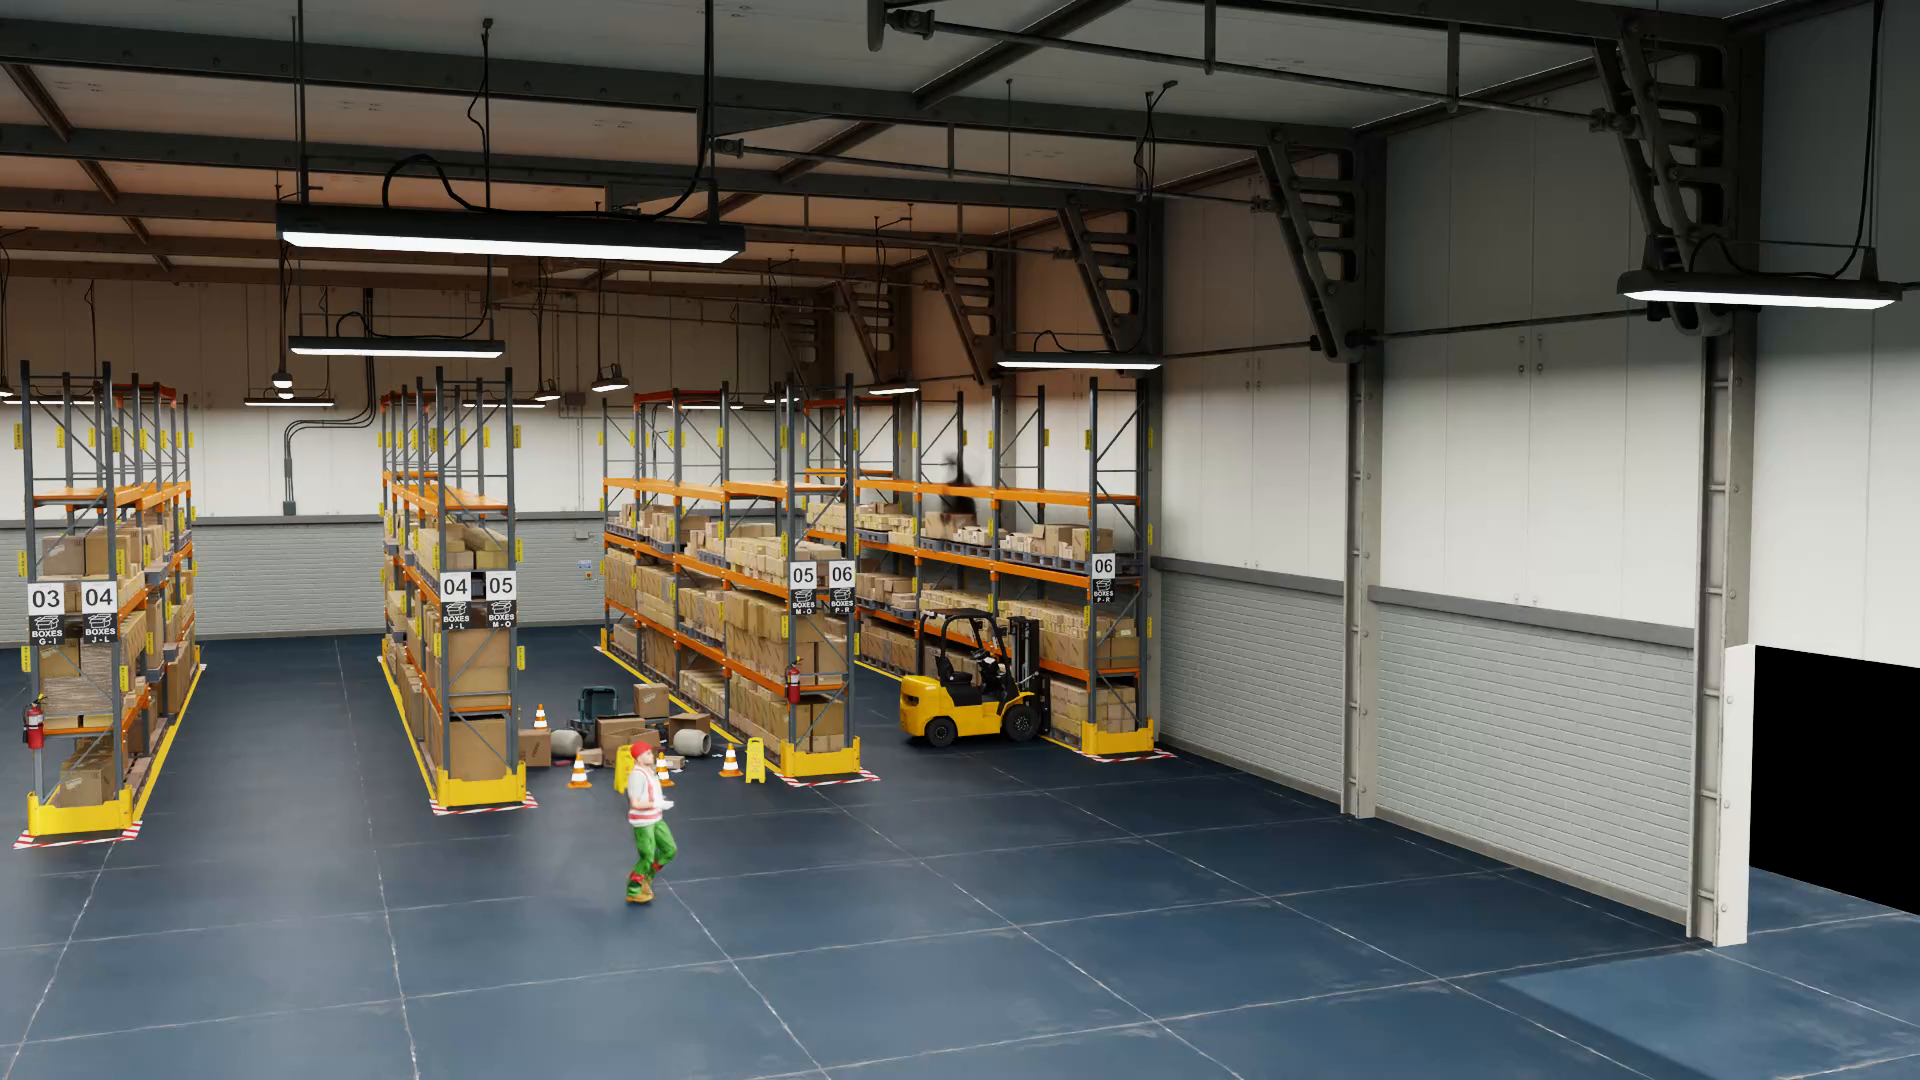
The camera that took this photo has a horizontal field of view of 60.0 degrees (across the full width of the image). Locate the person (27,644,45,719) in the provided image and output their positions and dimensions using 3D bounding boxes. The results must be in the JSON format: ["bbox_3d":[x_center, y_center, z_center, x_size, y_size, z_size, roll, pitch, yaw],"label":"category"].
[{"bbox_3d":[-16.487,2.408,29.833,0.605,1.621,0.568,-1,4,-19],"label":"person"}]

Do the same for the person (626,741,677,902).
[{"bbox_3d":[-3.313,3.035,17.904,0.612,1.759,0.639,1,4,11],"label":"person"}]
